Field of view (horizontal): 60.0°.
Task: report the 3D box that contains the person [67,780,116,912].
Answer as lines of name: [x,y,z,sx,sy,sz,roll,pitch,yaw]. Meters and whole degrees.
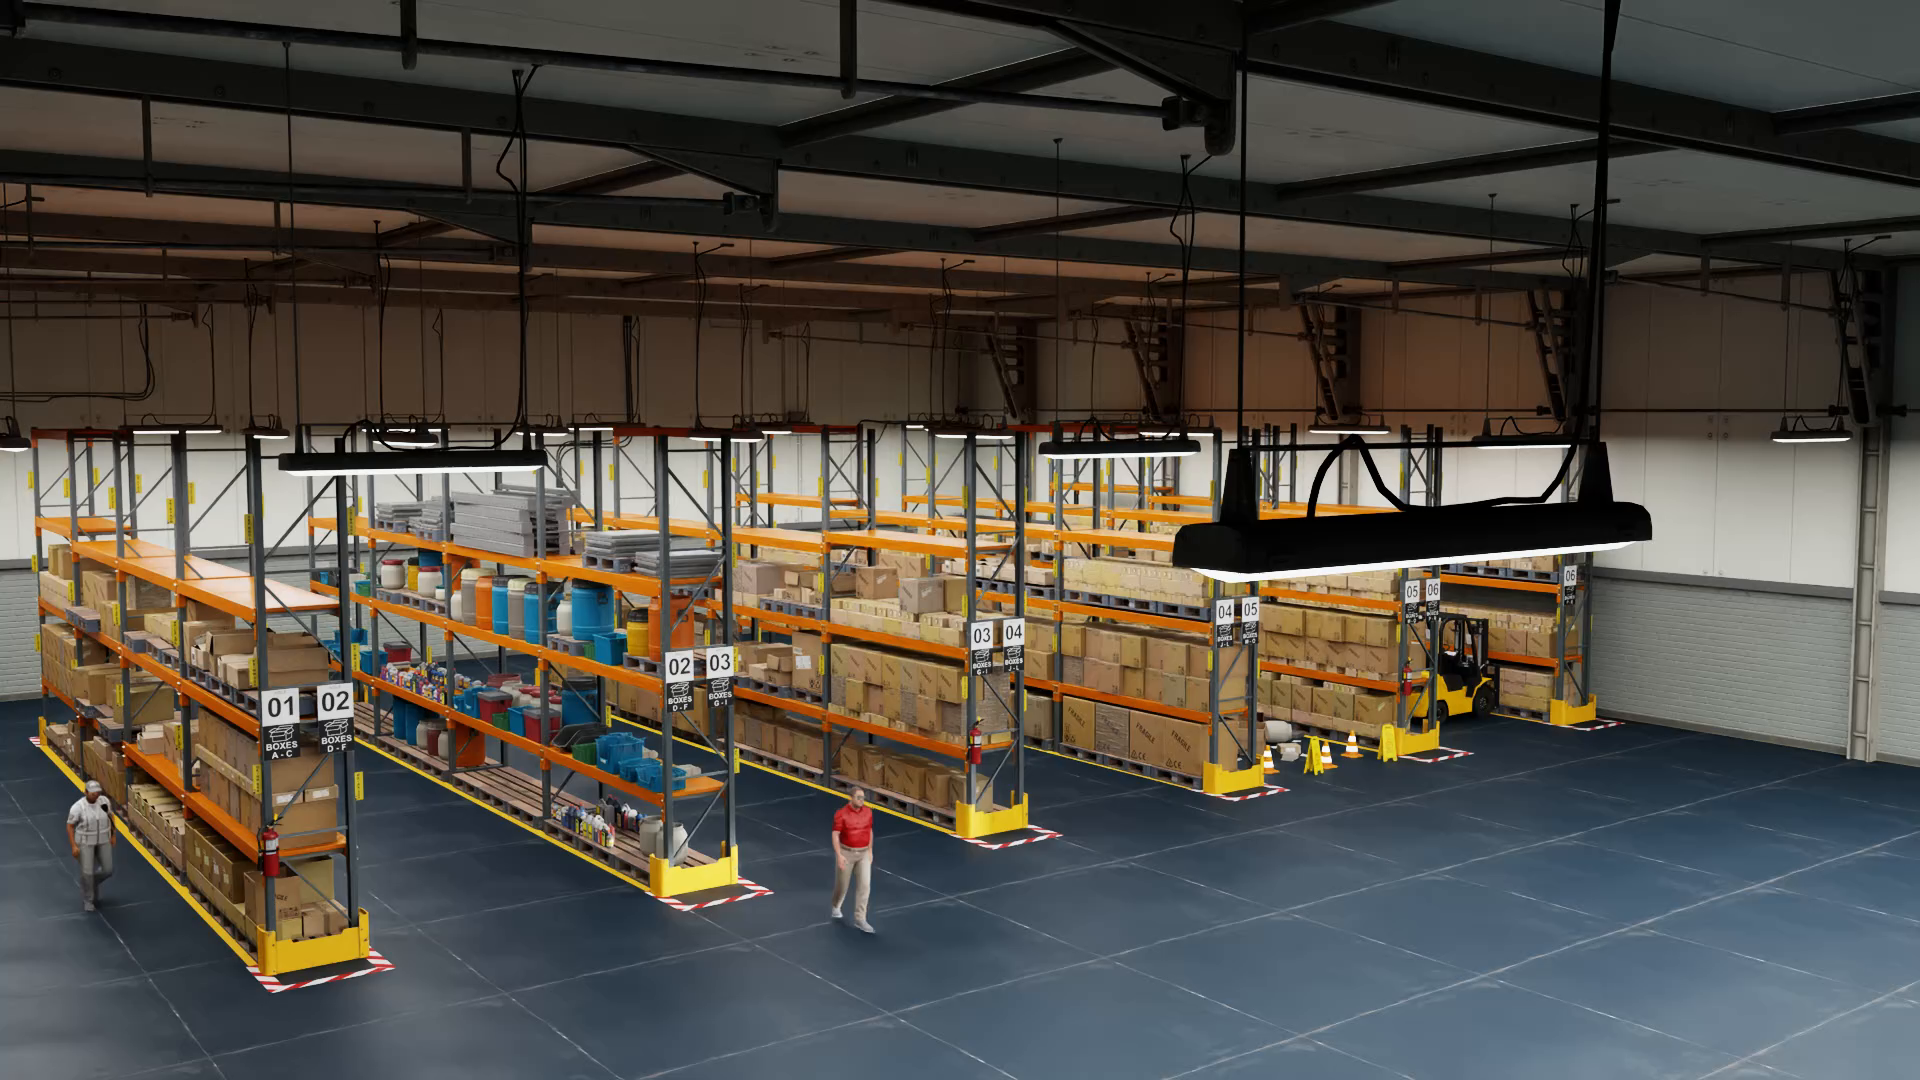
person: [-11.076,3.858,21.203,0.592,1.647,0.571,4,6,44]

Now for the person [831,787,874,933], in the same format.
person: [-1.281,3.885,20.425,0.634,1.704,0.848,-3,5,-34]

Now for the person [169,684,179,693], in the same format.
person: [-15.724,2.973,32.777,0.962,1.530,0.503,3,5,33]
